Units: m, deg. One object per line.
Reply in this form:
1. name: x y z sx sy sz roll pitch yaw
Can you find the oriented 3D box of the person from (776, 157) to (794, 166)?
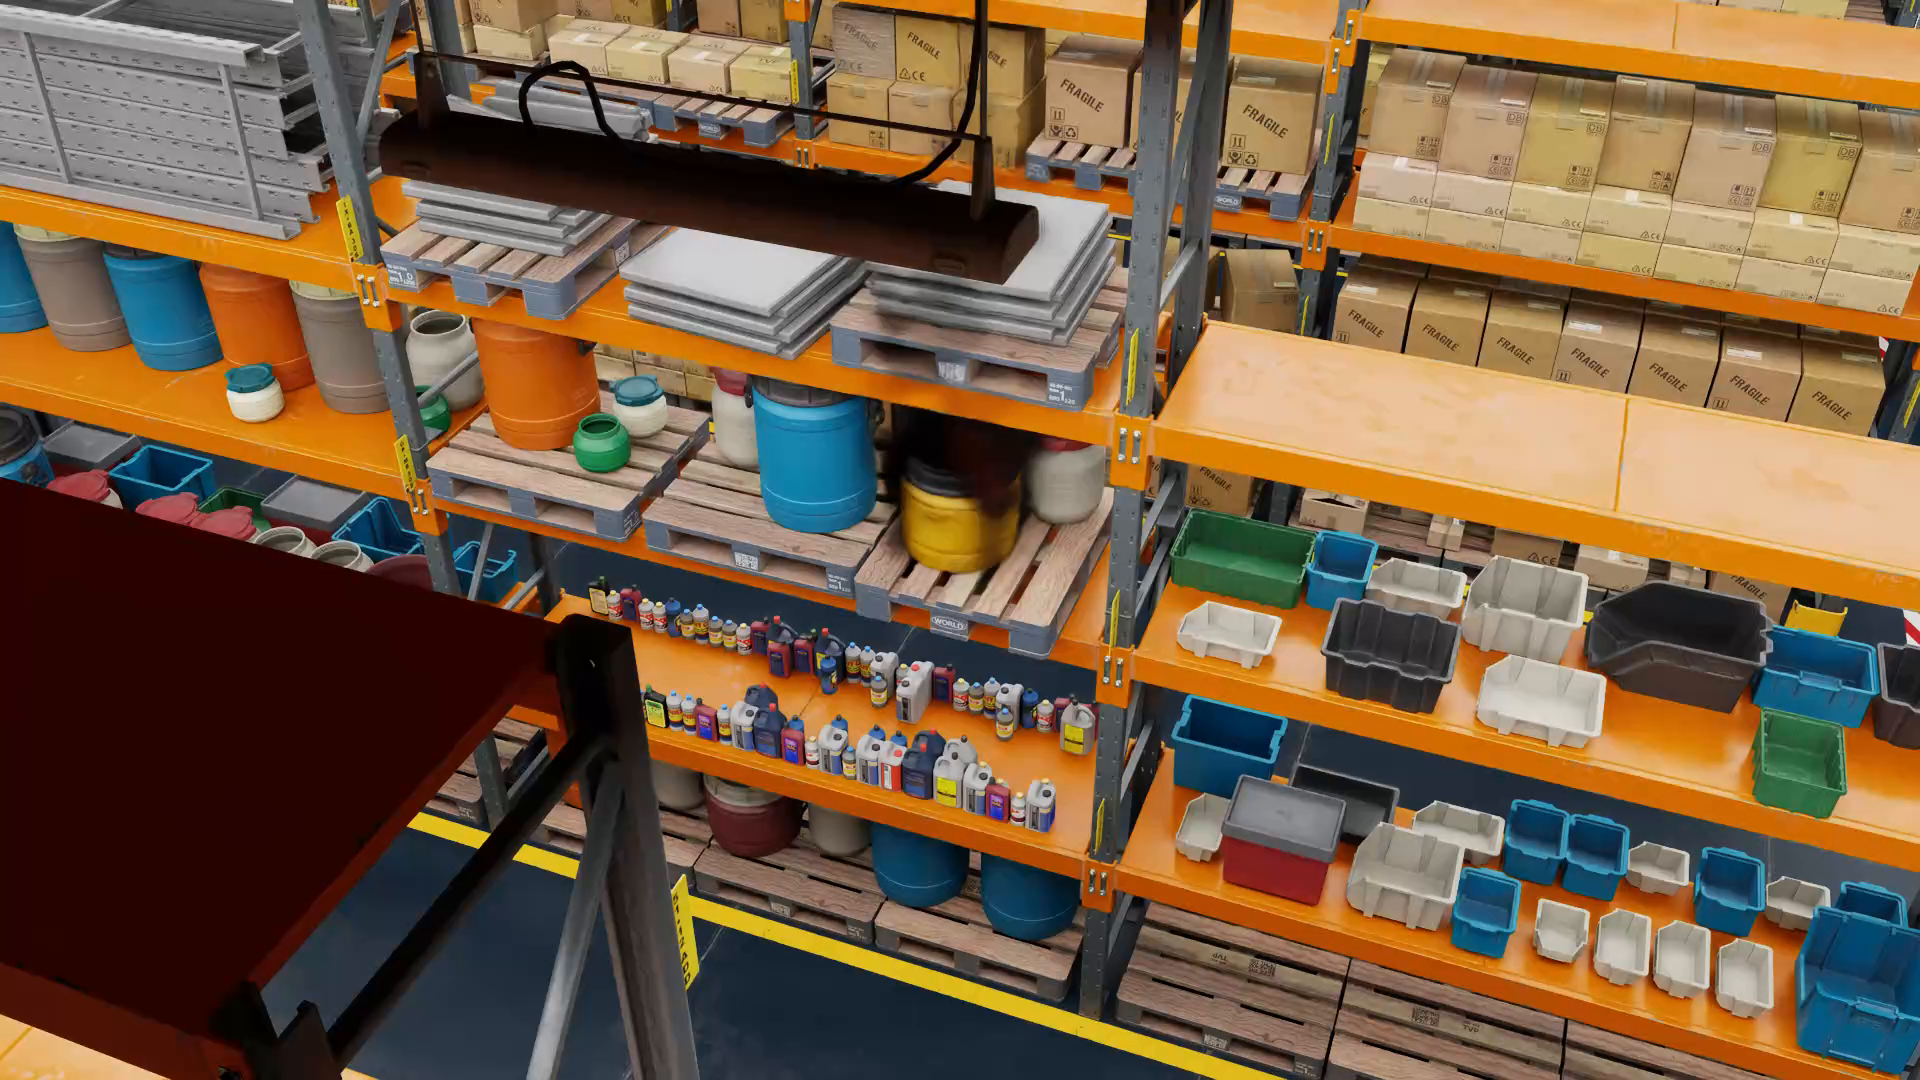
1. person: -1.579 -2.900 15.878 0.870 1.745 0.712 12 38 16
